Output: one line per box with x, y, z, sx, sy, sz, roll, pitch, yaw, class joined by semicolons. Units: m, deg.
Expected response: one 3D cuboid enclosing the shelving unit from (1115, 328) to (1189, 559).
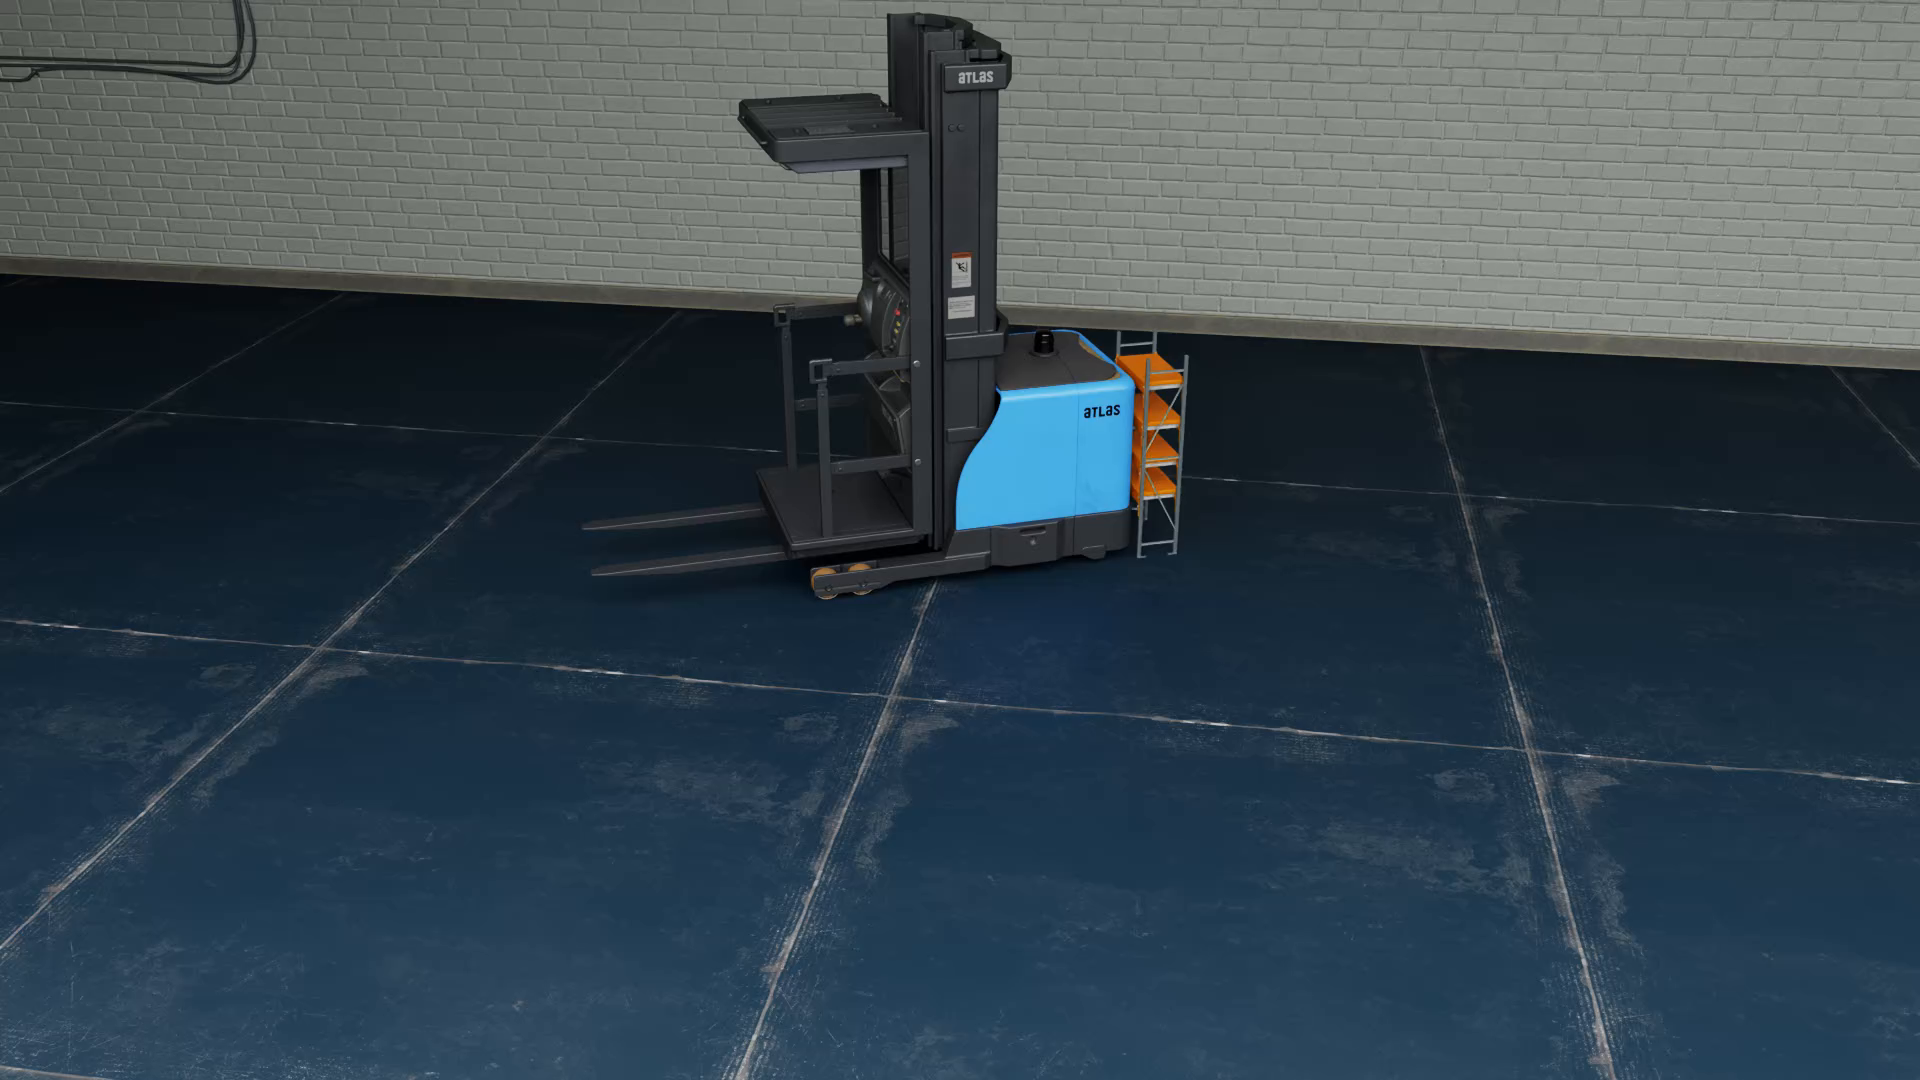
1.069;-0.552;9.515;0.258;1.200;0.503;-6;26;-13;shelving unit

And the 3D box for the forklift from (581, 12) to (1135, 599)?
-0.598;-1.254;8.971;3.031;2.935;1.130;-7;26;-15;forklift

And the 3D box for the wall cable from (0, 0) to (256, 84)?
-7.254;-4.945;13.362;3.097;2.526;0.112;4;25;9;wall cable

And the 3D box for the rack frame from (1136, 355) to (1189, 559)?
1.129;-0.452;9.301;0.240;1.200;0.015;-6;26;-13;rack frame

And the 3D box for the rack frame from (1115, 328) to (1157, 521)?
1.009;-0.653;9.729;0.240;1.200;0.015;-6;26;-13;rack frame

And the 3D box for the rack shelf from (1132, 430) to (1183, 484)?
1.069;-0.492;9.543;0.258;0.148;0.480;-6;26;-13;rack shelf

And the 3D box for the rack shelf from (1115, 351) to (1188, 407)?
1.069;-0.908;9.348;0.258;0.148;0.480;-6;26;-13;rack shelf

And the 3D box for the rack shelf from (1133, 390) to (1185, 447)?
1.069;-0.694;9.449;0.258;0.148;0.480;-6;26;-13;rack shelf

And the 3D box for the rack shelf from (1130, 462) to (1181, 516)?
1.069;-0.312;9.628;0.258;0.148;0.480;-6;26;-13;rack shelf
